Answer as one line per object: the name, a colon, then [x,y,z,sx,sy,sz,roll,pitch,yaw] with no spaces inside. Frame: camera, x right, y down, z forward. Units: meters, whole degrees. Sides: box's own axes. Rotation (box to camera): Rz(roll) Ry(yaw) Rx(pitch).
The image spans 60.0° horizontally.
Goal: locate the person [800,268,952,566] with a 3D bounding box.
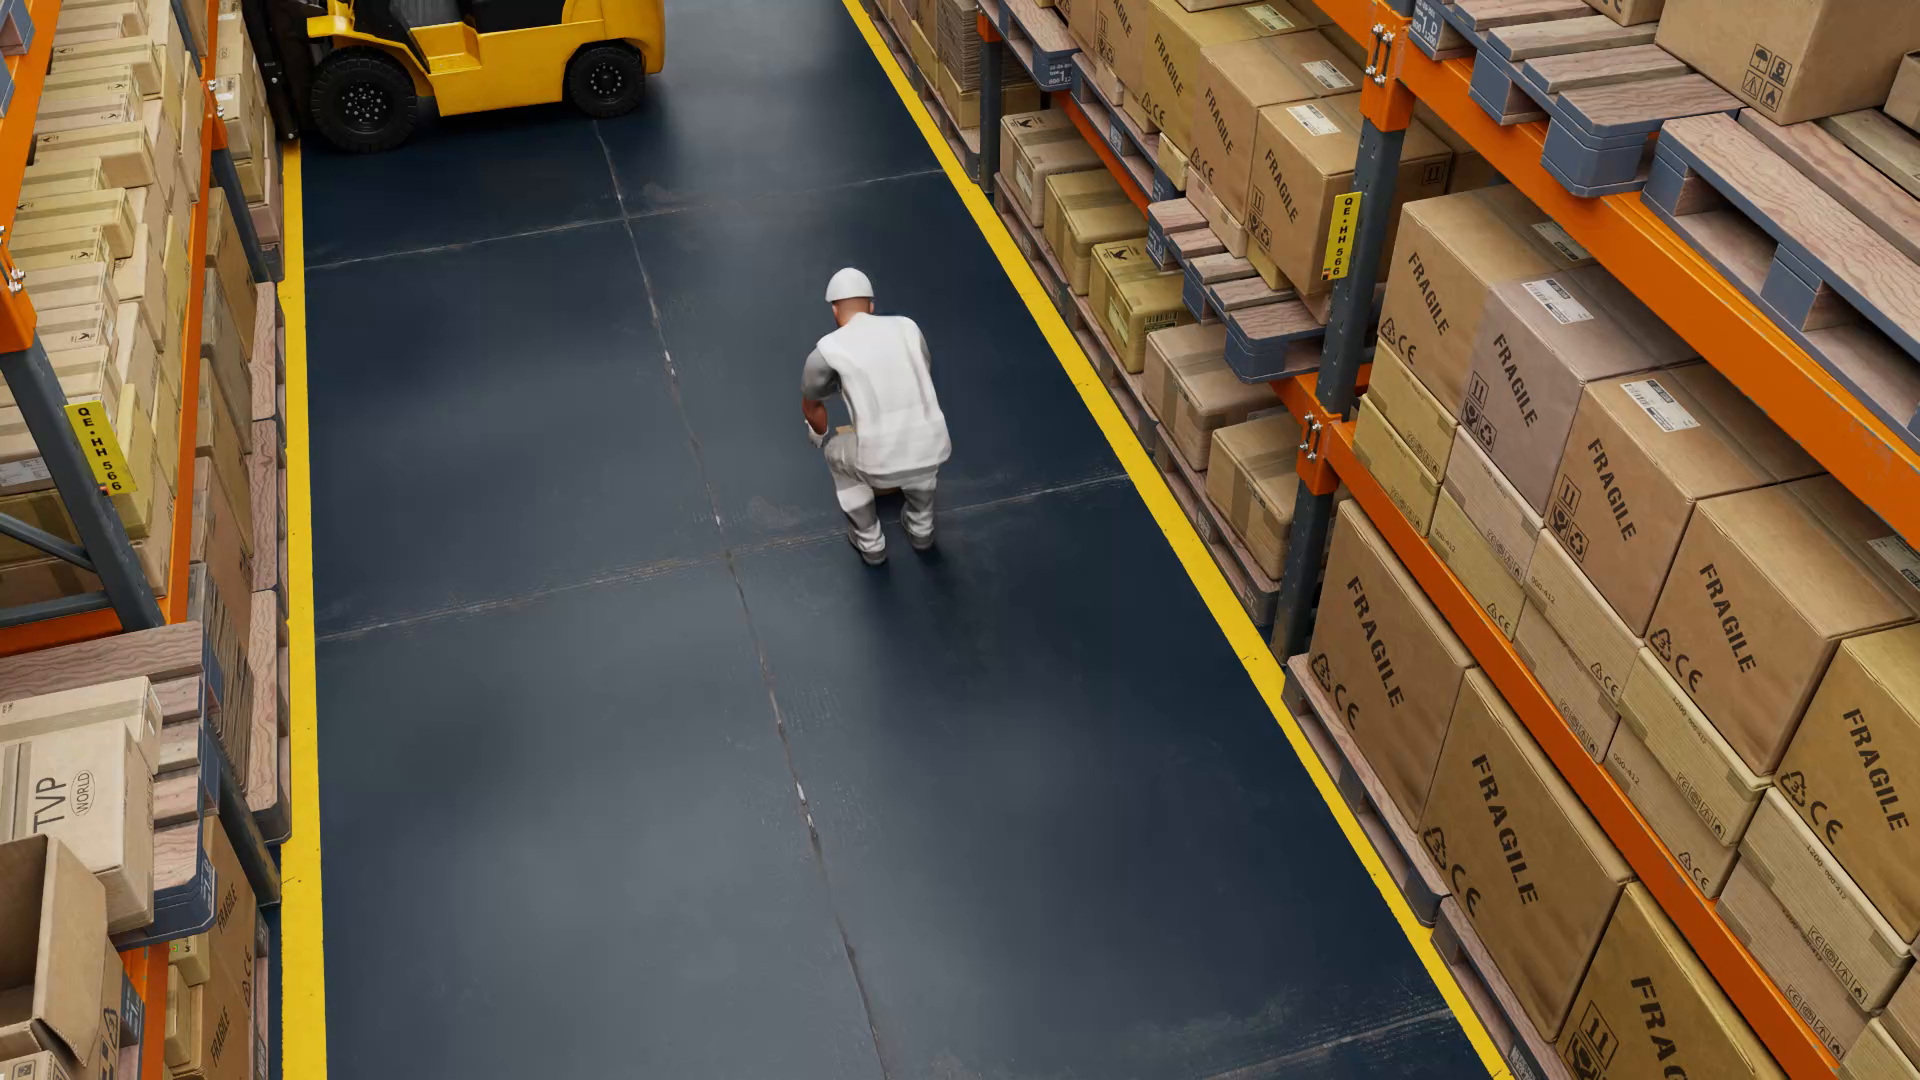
person: [-0.363,-0.488,7.128,0.581,1.201,0.845,-12,43,-13]
